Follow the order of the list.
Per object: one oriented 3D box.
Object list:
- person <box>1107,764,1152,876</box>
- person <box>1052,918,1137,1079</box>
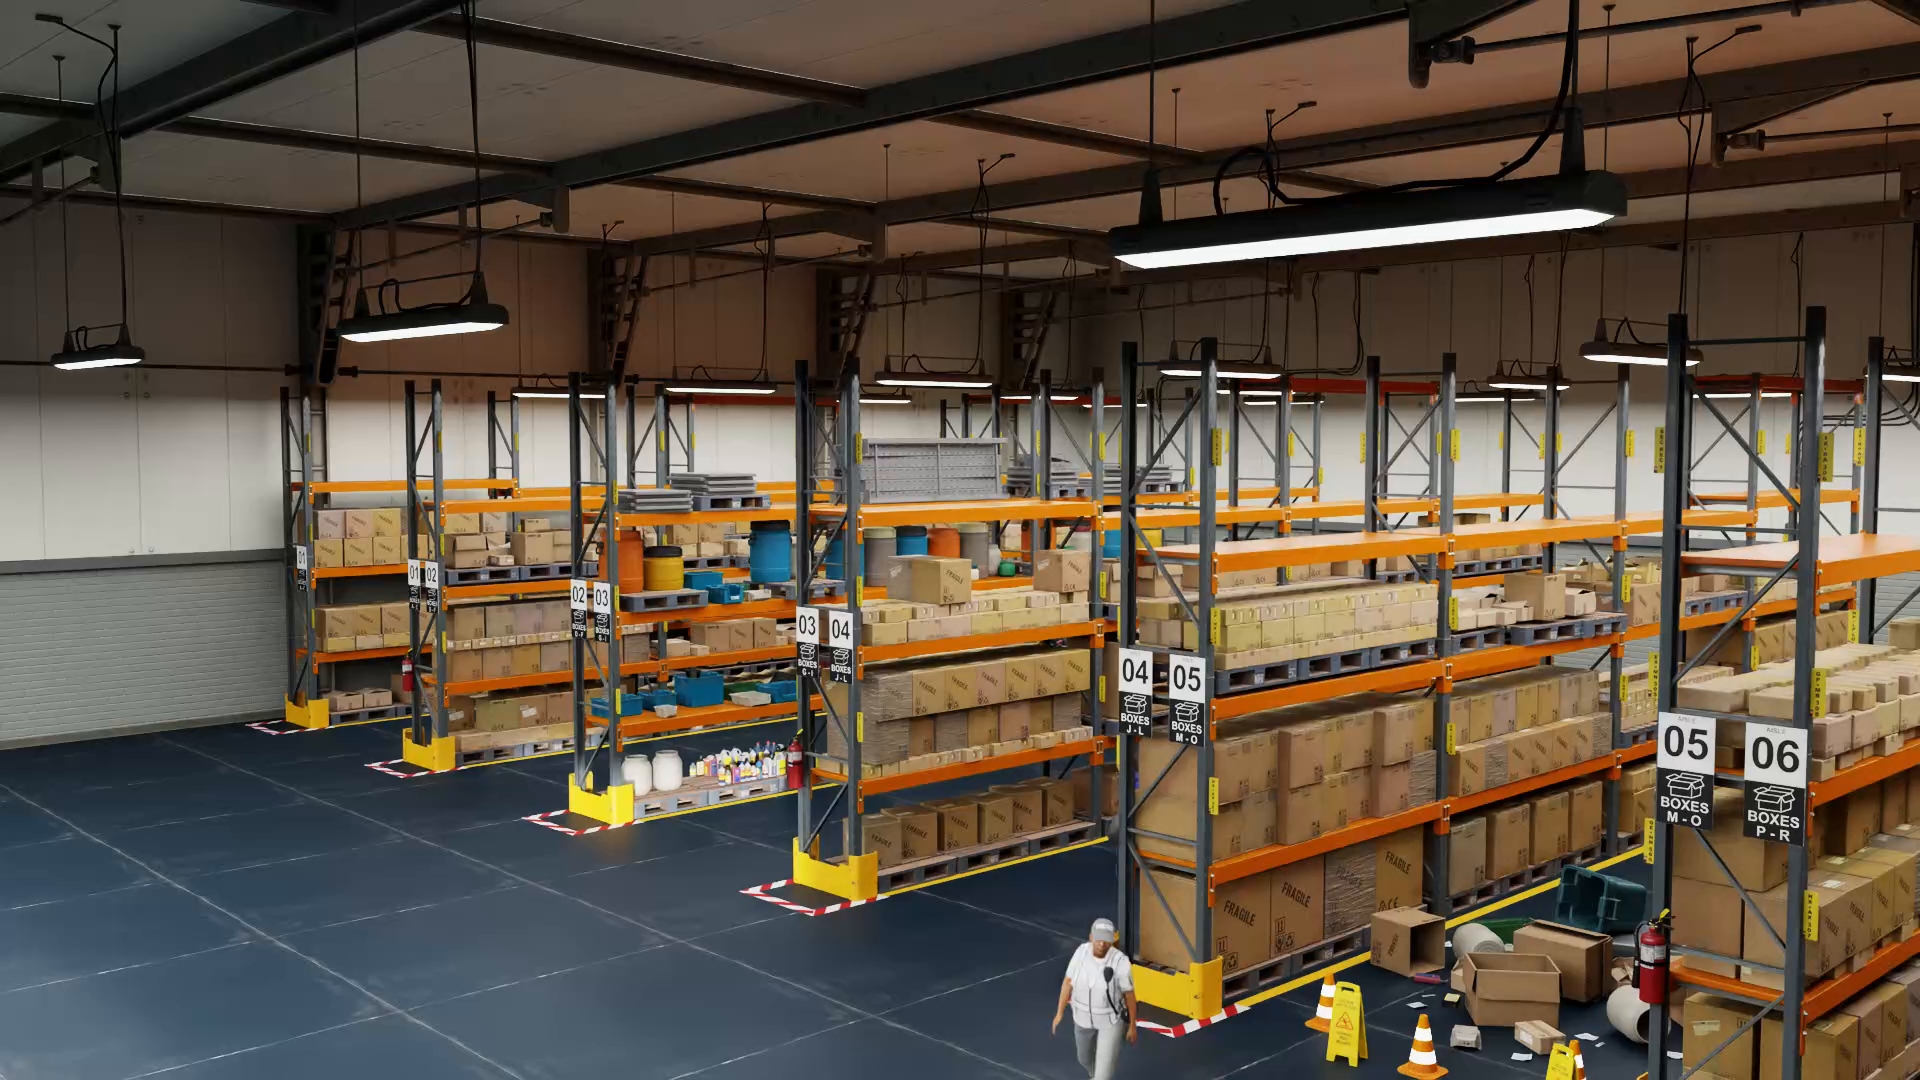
[{"bbox_3d":[2.038,3.195,19.322,0.532,1.434,1.046,3,5,39],"label":"person"},{"bbox_3d":[1.034,3.556,12.408,0.617,1.588,0.935,2,4,26],"label":"person"}]
